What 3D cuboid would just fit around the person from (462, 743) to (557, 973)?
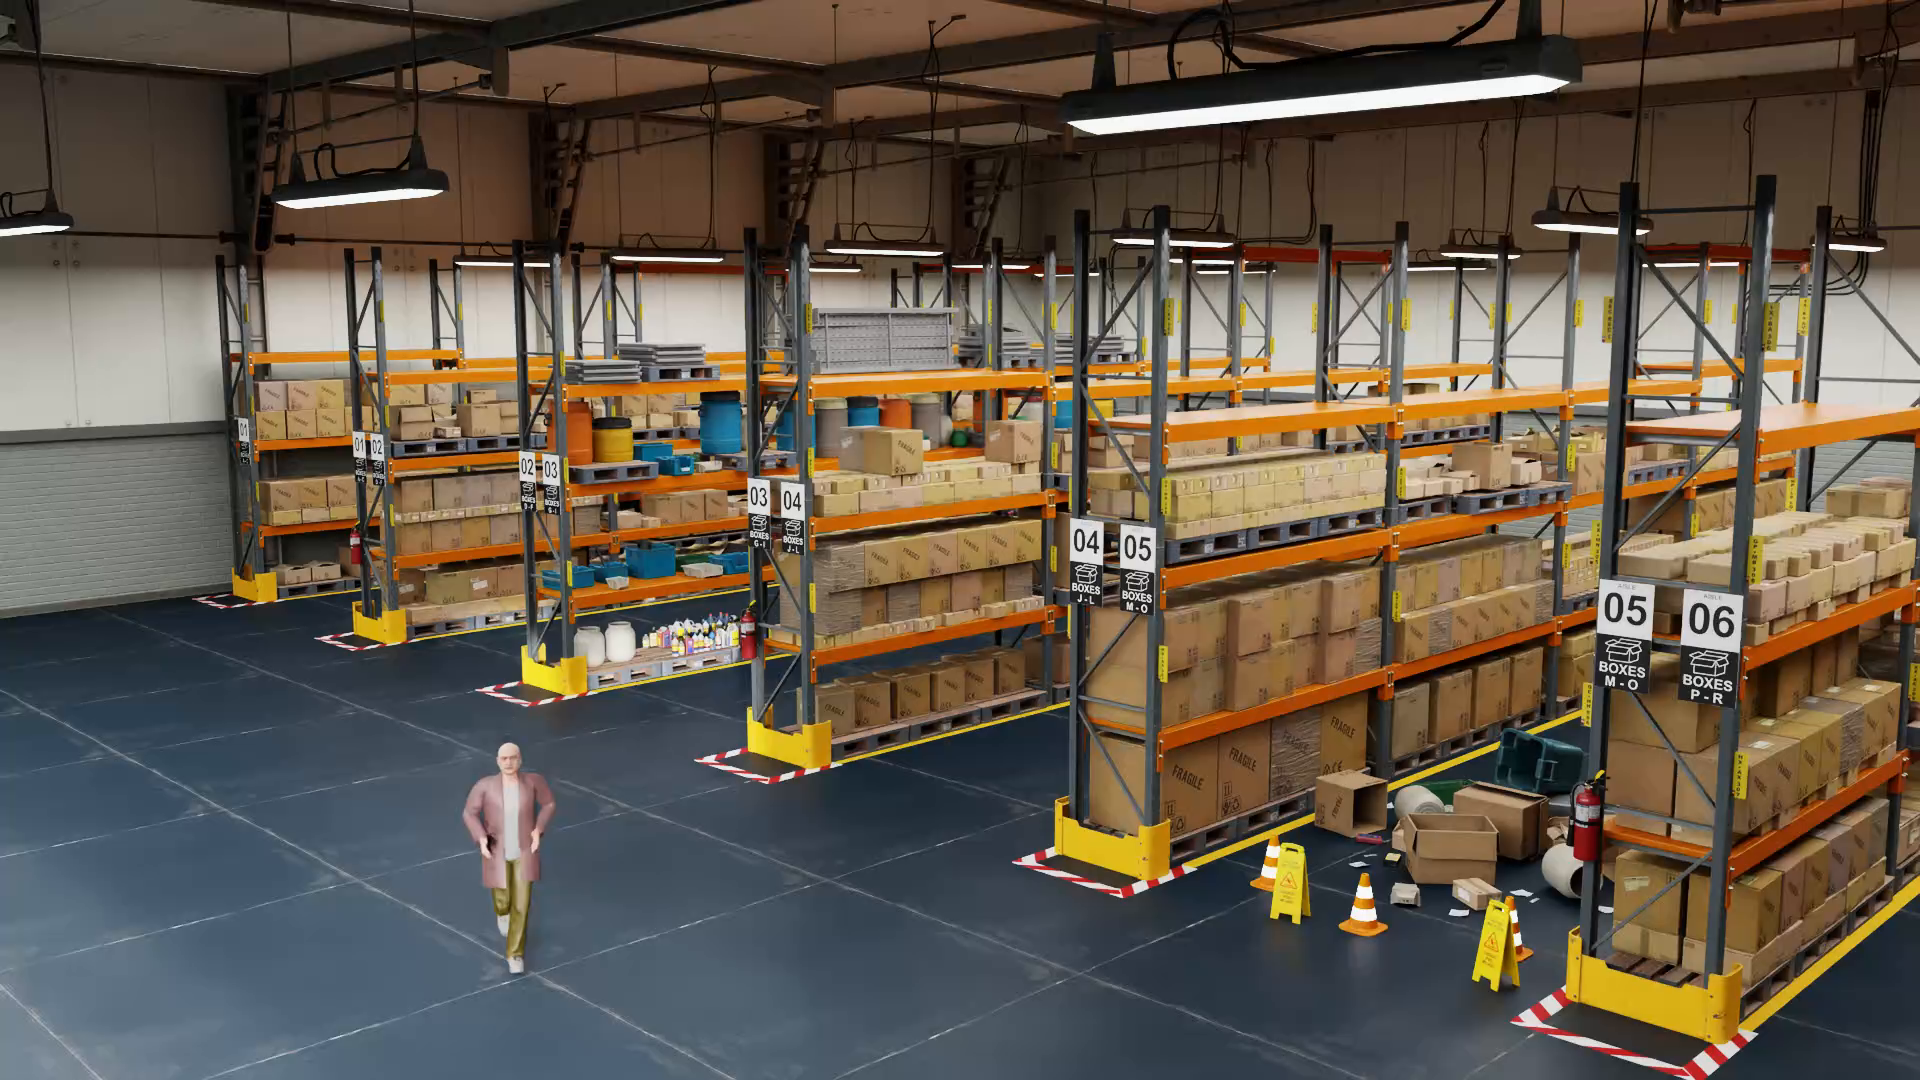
[{"bbox_3d":[-3.530,2.454,13.096,0.726,1.745,0.865,-3,8,-18],"label":"person"}]
